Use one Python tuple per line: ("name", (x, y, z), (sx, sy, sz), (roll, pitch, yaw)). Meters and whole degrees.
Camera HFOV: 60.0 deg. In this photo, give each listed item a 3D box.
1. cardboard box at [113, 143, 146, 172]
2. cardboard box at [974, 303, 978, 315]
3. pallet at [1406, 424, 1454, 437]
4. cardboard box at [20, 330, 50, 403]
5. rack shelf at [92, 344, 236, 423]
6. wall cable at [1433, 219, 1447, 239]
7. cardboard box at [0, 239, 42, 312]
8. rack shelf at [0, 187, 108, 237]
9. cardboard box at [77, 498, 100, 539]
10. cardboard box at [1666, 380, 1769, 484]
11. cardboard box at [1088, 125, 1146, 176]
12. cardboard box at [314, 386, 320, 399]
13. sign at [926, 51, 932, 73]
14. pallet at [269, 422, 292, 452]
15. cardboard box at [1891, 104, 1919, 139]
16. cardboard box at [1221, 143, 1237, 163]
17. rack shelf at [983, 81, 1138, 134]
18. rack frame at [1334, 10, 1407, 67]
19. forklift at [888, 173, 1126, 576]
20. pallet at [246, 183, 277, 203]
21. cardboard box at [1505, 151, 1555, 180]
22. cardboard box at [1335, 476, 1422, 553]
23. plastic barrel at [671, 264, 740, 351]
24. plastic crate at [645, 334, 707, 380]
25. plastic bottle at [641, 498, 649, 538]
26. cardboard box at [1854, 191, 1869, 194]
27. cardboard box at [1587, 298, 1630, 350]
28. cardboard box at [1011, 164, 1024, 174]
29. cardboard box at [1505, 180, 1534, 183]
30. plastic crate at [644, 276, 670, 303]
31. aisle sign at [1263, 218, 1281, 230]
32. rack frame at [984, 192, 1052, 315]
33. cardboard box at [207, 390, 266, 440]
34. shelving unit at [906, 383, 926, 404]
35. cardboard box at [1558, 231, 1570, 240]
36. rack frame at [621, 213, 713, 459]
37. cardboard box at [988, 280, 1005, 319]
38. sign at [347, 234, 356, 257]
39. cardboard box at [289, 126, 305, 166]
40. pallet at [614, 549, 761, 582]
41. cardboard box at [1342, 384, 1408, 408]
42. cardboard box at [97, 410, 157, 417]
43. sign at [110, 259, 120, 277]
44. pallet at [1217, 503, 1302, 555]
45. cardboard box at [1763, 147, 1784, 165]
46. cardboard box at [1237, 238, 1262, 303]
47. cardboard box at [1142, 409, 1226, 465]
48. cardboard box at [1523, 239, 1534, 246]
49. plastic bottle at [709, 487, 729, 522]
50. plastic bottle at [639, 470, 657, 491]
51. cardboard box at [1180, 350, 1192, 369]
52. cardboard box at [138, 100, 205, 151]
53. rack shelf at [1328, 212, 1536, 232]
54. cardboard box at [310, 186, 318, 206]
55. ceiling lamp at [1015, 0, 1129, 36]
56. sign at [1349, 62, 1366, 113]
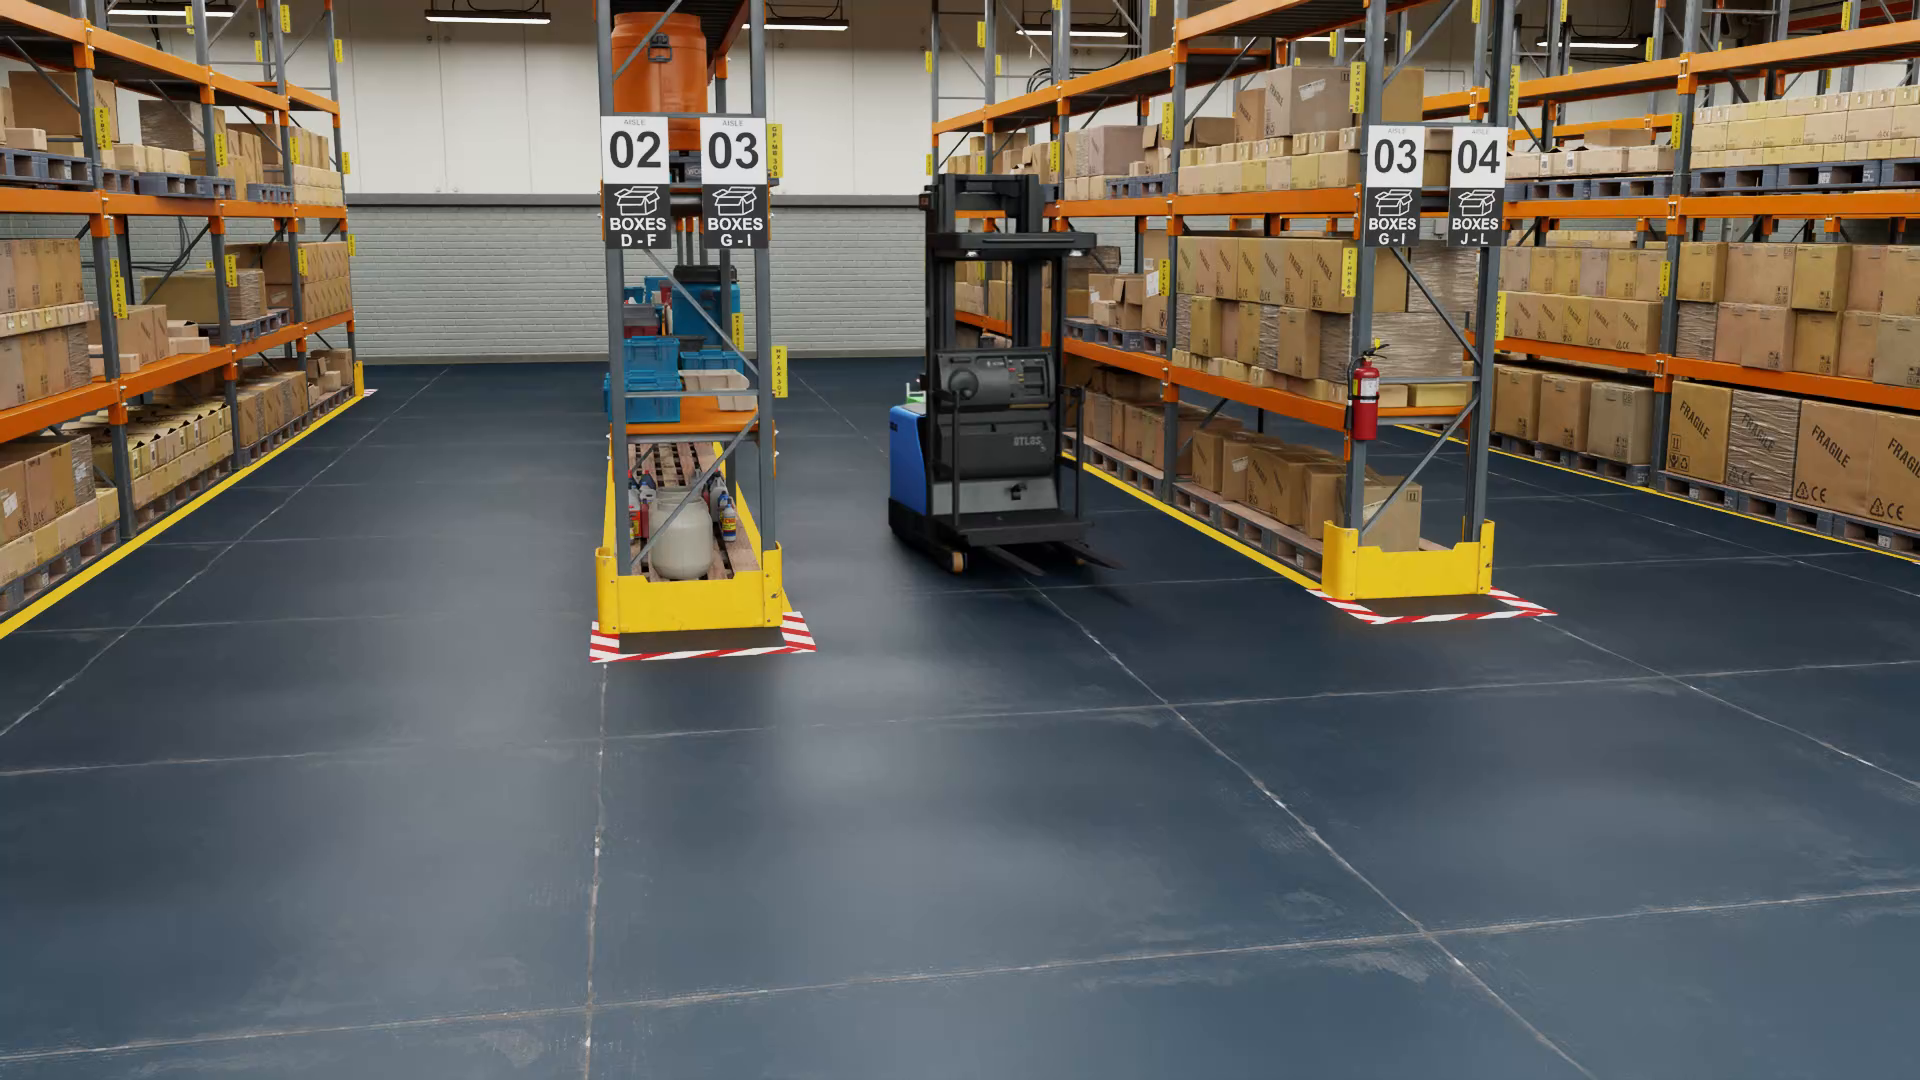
("cardboard box", (-7.637, -3.427, 14.935), (0.500, 0.250, 0.500), (-3, 11, -16))
("cardboard box", (0.405, -3.263, 23.488), (0.380, 0.149, 0.250), (-2, 11, -10))
("pallet", (6.349, -1.497, 20.995), (1.003, 0.211, 1.213), (-2, 11, -11))
("cardboard box", (-7.030, -1.247, 11.960), (0.700, 0.500, 0.500), (-2, 11, -10))
("rack shelf", (-7.714, -1.481, 15.382), (1.077, 0.370, 4.000), (-2, 11, -11))
("wall cable", (10.049, -5.975, 34.349), (0.588, 1.984, 0.122), (-2, 11, -11))
("cardboard box", (-7.037, -1.889, 11.861), (0.700, 0.500, 0.500), (-2, 11, -11))
("rack shelf", (-6.936, -2.221, 11.247), (1.077, 0.370, 4.000), (-2, 11, -11))
("cardboard box", (-6.933, -0.154, 12.716), (0.500, 0.250, 0.500), (-2, 11, -11))
("cardboard box", (7.331, -1.034, 15.666), (0.875, 0.875, 0.875), (-2, 11, -10))
("cardboard box", (1.653, -4.049, 17.319), (0.500, 0.500, 0.500), (-2, 11, -13))
("cardboard box", (-8.929, -2.003, 22.597), (0.380, 0.166, 0.250), (-2, 11, -11))
("sign", (-0.487, -7.493, 26.076), (0.100, 0.325, 0.005), (-2, 11, -11))
("pallet", (-8.445, -1.193, 19.402), (1.003, 0.211, 1.213), (-2, 11, -11))
("cardboard box", (7.590, -3.229, 12.830), (0.500, 0.250, 0.500), (-2, 11, -11))
("cardboard box", (2.360, -3.160, 13.590), (0.380, 0.149, 0.250), (-2, 11, -12))
("rack shelf", (1.226, -5.325, 20.602), (1.077, 0.370, 4.000), (-2, 11, -11))
("rack frame", (5.721, -6.404, 23.274), (1.000, 3.000, 0.127), (-2, 11, -11))
("forklift", (0.350, -1.273, 12.548), (1.130, 2.935, 3.031), (-4, 11, -18))
("pallet", (-8.619, -4.004, 19.192), (1.213, 0.211, 1.003), (-2, 11, -11))
("cardboard box", (6.424, -4.267, 18.921), (0.500, 0.311, 0.500), (-2, 11, -11))
("cardboard box", (3.065, -0.187, 12.221), (0.500, 0.500, 0.500), (0, 11, 0))
("plastic barrel", (-2.244, -1.976, 14.713), (0.600, 0.901, 0.708), (-2, 11, -11))
("plastic crate", (-2.489, -1.516, 13.807), (0.767, 0.338, 0.504), (-2, 11, -11))
("plastic bottle", (-2.393, -0.168, 12.643), (0.061, 0.283, 0.133), (-2, 11, -11))
("cardboard box", (11.230, -4.208, 20.431), (0.380, 0.149, 0.250), (-2, 11, -11))
("cardboard box", (6.815, -2.217, 17.056), (0.500, 0.500, 0.500), (-2, 11, -12))
("cardboard box", (0.962, -4.726, 21.599), (0.500, 0.311, 0.500), (-3, 11, -13))
("cardboard box", (6.649, -4.360, 20.292), (0.500, 0.500, 0.500), (-2, 11, -11))
("plastic crate", (-4.551, -3.841, 25.597), (0.616, 0.435, 0.499), (-2, 11, -11))
("aisle sign", (5.224, -5.492, 27.574), (0.394, 0.787, 0.004), (-2, 11, -11))
("rack frame", (0.837, -3.295, 22.985), (1.000, 3.000, 0.127), (-2, 11, -11))
("cardboard box", (-8.019, -1.380, 18.431), (0.500, 0.500, 0.500), (-3, 11, -13))
("shelving unit", (-0.271, -0.734, 14.343), (0.258, 1.200, 0.503), (-4, 11, -18))
("cardboard box", (9.837, -4.887, 26.672), (0.380, 0.149, 0.250), (-2, 11, -12))
("rack frame", (-3.244, -2.381, 18.184), (1.000, 3.000, 0.127), (-2, 11, -11))
("cardboard box", (0.681, -3.251, 22.485), (0.500, 0.500, 0.500), (-2, 11, -11))
("sign", (-9.111, -4.409, 24.899), (0.100, 0.325, 0.005), (-2, 11, -11))
("cardboard box", (-8.971, -5.134, 21.683), (0.700, 0.500, 0.500), (-2, 11, -11))
("pallet", (-1.902, 0.295, 11.584), (1.003, 0.211, 1.213), (-2, 11, -11))
("cardboard box", (2.913, -1.015, 11.680), (0.380, 0.149, 0.250), (-2, 11, -11))
("cardboard box", (-8.179, -1.130, 16.342), (0.500, 0.311, 0.500), (-2, 11, -12))
("sign", (-8.634, -2.710, 17.028), (0.100, 0.325, 0.005), (-2, 11, -11))
("pallet", (2.799, -0.112, 13.718), (1.003, 0.211, 1.213), (-2, 11, -11))
("cardboard box", (7.215, -3.329, 14.425), (0.380, 0.149, 0.250), (-2, 11, -12))
("cardboard box", (2.534, -2.148, 13.220), (0.500, 0.500, 0.500), (-2, 11, -11))
("cardboard box", (2.220, -1.017, 16.528), (0.700, 0.500, 0.500), (-2, 11, -11))
("cardboard box", (9.701, -4.736, 27.617), (0.500, 0.500, 0.500), (-2, 11, -13))
("plastic bottle", (-1.930, -0.294, 13.324), (0.152, 0.276, 0.135), (-2, 11, -10))
("plastic bottle", (-2.574, -0.404, 13.707), (0.144, 0.351, 0.185), (-2, 11, -11))
("cardboard box", (2.175, -1.607, 14.792), (0.380, 0.149, 0.250), (-2, 11, -11))
("cardboard box", (-8.182, -4.296, 17.280), (0.500, 0.500, 0.500), (-2, 11, -11))
("rack shelf", (6.110, -4.210, 21.695), (1.077, 0.370, 4.000), (-2, 11, -11))
("cardboard box", (-8.922, -4.617, 22.310), (0.500, 0.250, 0.500), (-2, 11, -11))
("ceiling lamp", (2.024, -10.428, 28.804), (2.000, 3.185, 0.800), (-2, 11, -11))
("sign", (2.622, -2.986, 10.972), (0.100, 0.325, 0.005), (-2, 11, -11))
